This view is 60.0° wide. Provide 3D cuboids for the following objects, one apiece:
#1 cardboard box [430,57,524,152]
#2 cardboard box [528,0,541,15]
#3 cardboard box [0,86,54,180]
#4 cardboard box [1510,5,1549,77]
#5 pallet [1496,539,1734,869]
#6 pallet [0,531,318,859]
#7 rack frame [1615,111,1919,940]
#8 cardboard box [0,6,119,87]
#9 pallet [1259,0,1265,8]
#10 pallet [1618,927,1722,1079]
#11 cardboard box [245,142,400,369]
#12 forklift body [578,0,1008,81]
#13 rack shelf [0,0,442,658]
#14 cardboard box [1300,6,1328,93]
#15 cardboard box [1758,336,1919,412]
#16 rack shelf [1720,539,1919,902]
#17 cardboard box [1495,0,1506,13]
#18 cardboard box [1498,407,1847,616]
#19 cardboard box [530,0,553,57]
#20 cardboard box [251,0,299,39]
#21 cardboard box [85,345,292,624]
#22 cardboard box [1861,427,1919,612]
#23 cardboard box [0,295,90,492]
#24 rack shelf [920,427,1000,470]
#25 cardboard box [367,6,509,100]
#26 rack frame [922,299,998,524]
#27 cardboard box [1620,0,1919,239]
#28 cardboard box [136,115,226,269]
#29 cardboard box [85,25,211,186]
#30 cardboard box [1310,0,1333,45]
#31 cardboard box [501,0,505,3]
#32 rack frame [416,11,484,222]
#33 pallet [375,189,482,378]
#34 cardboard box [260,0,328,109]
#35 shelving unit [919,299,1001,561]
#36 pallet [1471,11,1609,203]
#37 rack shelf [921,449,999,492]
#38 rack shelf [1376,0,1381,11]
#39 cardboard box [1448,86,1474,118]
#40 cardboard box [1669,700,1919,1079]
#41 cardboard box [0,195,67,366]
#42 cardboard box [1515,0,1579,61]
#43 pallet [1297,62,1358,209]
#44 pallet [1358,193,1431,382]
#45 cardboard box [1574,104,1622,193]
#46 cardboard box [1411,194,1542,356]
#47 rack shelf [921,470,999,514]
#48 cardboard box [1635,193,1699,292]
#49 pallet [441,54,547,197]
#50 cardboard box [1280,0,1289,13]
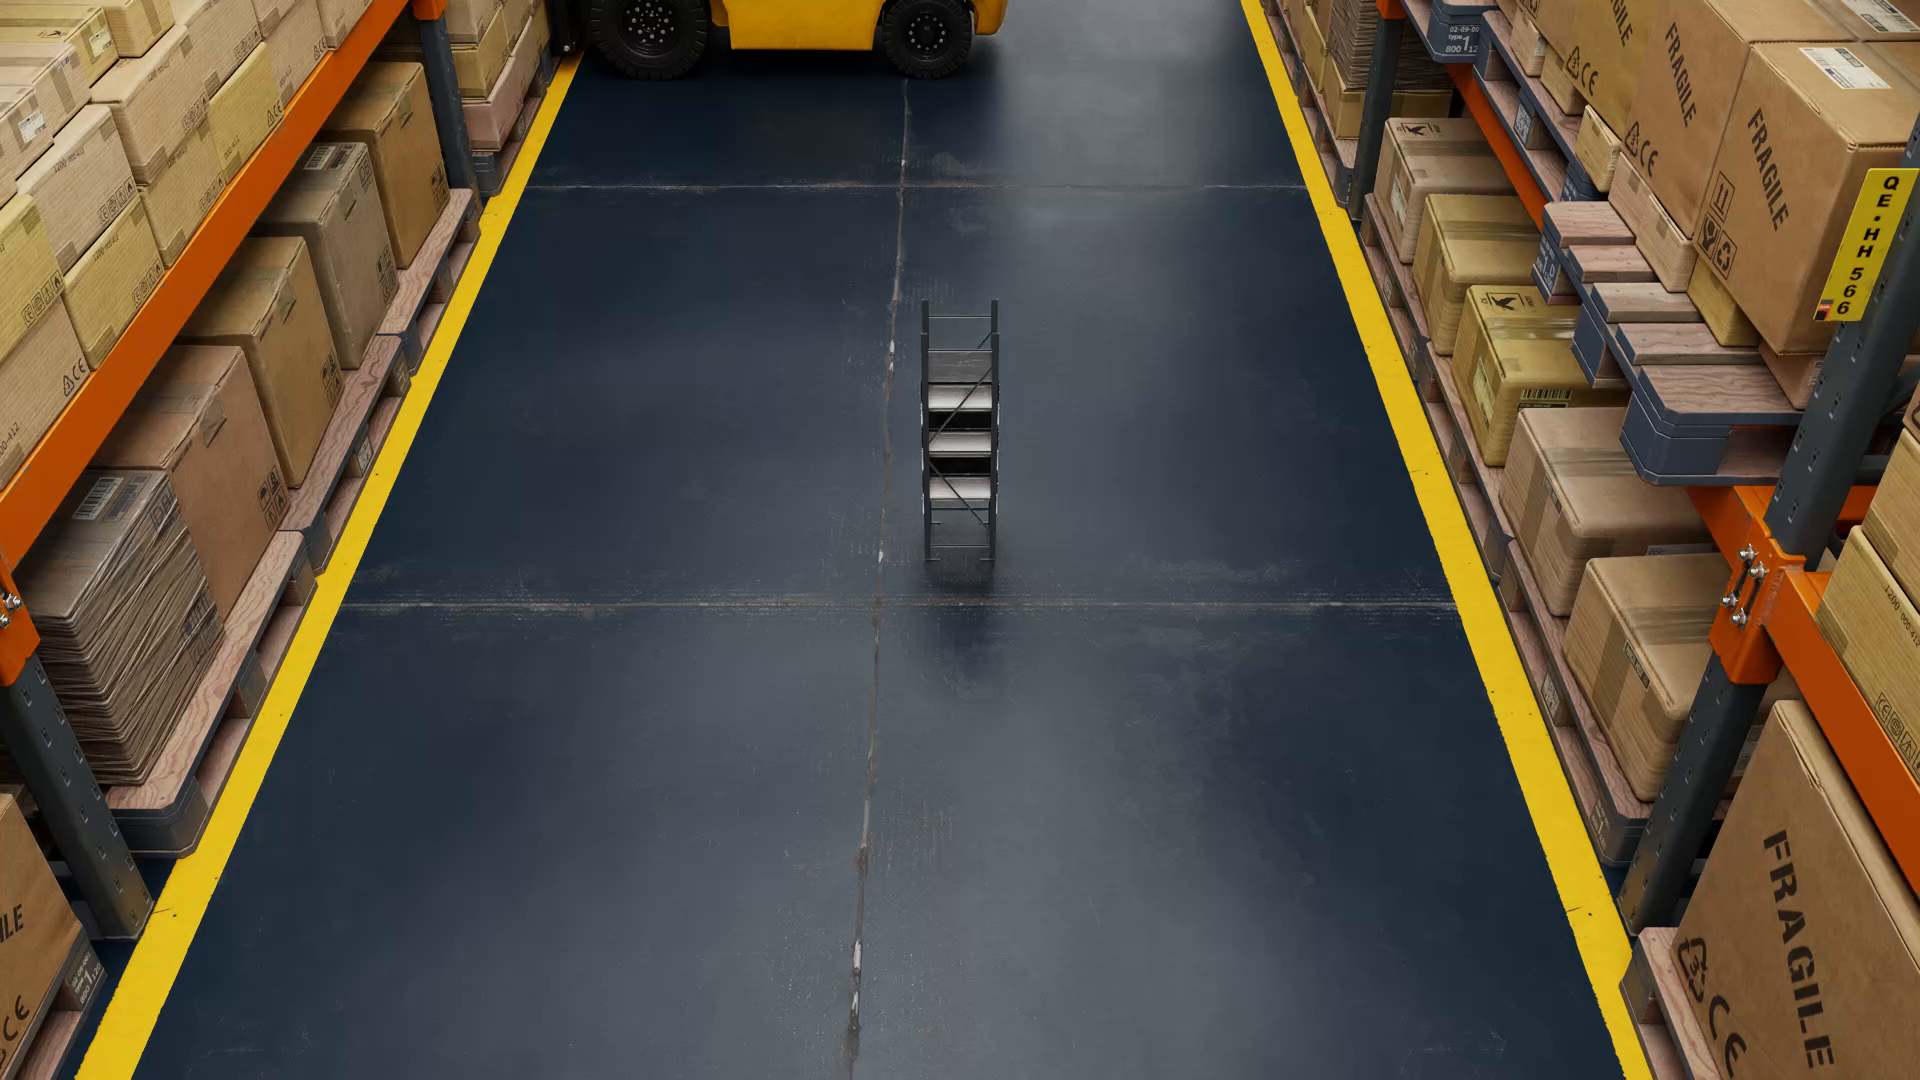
[{"bbox_3d":[-2.357,-2.036,7.755,0.500,0.250,0.500,0,39,0],"label":"cardboard box"},{"bbox_3d":[-2.371,-2.861,8.384,0.500,0.250,0.500,0,39,0],"label":"cardboard box"},{"bbox_3d":[-2.416,-0.960,3.951,0.380,0.149,0.250,1,39,1],"label":"cardboard box"},{"bbox_3d":[1.935,-1.553,5.155,0.380,0.149,0.250,1,39,2],"label":"cardboard box"},{"bbox_3d":[2.282,0.452,5.017,1.003,0.211,1.213,0,39,0],"label":"pallet"},{"bbox_3d":[-2.644,0.432,5.042,1.003,0.211,1.213,0,39,0],"label":"pallet"},{"bbox_3d":[2.281,-0.147,3.535,1.000,3.000,0.127,0,39,0],"label":"rack frame"},{"bbox_3d":[-2.459,-1.281,4.351,0.380,0.149,0.250,0,39,0],"label":"cardboard box"},{"bbox_3d":[2.238,-3.506,9.956,1.003,0.211,1.213,0,39,0],"label":"pallet"},{"bbox_3d":[2.207,1.434,3.792,1.003,0.211,1.213,0,39,0],"label":"pallet"},{"bbox_3d":[-2.682,-1.068,6.247,0.875,0.625,0.625,0,39,0],"label":"cardboard box"},{"bbox_3d":[-0.865,-3.628,8.558,2.313,2.155,1.214,0,39,0],"label":"forklift body"},{"bbox_3d":[-2.685,-1.111,5.313,1.077,0.370,4.000,0,39,0],"label":"rack shelf"},{"bbox_3d":[1.996,-2.442,8.261,0.500,0.250,0.500,-1,39,-1],"label":"cardboard box"},{"bbox_3d":[2.045,-0.418,3.738,0.380,0.149,0.250,1,39,2],"label":"cardboard box"},{"bbox_3d":[2.283,1.384,2.199,1.077,0.370,4.000,0,39,0],"label":"rack shelf"},{"bbox_3d":[1.988,-1.874,5.555,0.380,0.149,0.250,1,39,1],"label":"cardboard box"},{"bbox_3d":[2.282,-0.100,5.242,0.950,0.372,0.625,-1,39,-1],"label":"cardboard box"},{"bbox_3d":[-2.389,-2.675,8.552,0.500,0.250,0.500,1,39,1],"label":"cardboard box"},{"bbox_3d":[-2.428,-1.831,5.356,0.500,0.250,0.500,1,39,1],"label":"cardboard box"},{"bbox_3d":[-2.678,-0.177,5.135,0.875,0.625,0.625,1,39,1],"label":"cardboard box"},{"bbox_3d":[2.035,0.033,3.030,0.500,0.250,0.500,0,39,0],"label":"cardboard box"},{"bbox_3d":[-2.439,-0.360,3.921,0.500,0.250,0.500,0,39,0],"label":"cardboard box"},{"bbox_3d":[0.000,-0.320,5.483,0.258,0.077,0.200,0,39,0],"label":"rack shelf"},{"bbox_3d":[-2.379,-2.231,7.599,0.500,0.250,0.500,0,39,0],"label":"cardboard box"},{"bbox_3d":[0.000,-0.410,5.542,0.240,0.900,0.006,0,39,0],"label":"rack frame"},{"bbox_3d":[1.991,-1.073,4.037,0.500,0.500,0.500,-1,39,-1],"label":"cardboard box"},{"bbox_3d":[-2.442,-0.997,4.715,0.500,0.250,0.500,-1,39,-2],"label":"cardboard box"},{"bbox_3d":[-2.421,-1.196,4.564,0.500,0.250,0.500,-1,39,-1],"label":"cardboard box"},{"bbox_3d":[2.005,-2.720,8.009,0.500,0.500,0.500,1,39,1],"label":"cardboard box"},{"bbox_3d":[-2.364,-2.746,7.841,0.500,0.250,0.500,0,39,0],"label":"cardboard box"},{"bbox_3d":[-2.687,-2.643,6.649,1.000,3.000,0.127,0,39,0],"label":"rack frame"},{"bbox_3d":[-2.647,-1.094,6.946,1.003,0.211,1.213,0,39,0],"label":"pallet"},{"bbox_3d":[-2.449,-1.644,5.523,0.500,0.250,0.500,0,39,0],"label":"cardboard box"},{"bbox_3d":[0.000,-0.346,5.462,0.258,0.900,0.210,0,39,0],"label":"shelving unit"},{"bbox_3d":[2.238,-1.310,5.139,1.003,0.211,1.213,0,39,0],"label":"pallet"},{"bbox_3d":[0.000,-0.250,5.539,0.258,0.077,0.200,0,39,0],"label":"rack shelf"},{"bbox_3d":[2.274,-3.618,8.442,1.077,0.370,4.000,0,39,0],"label":"rack shelf"},{"bbox_3d":[2.546,-2.108,7.845,0.500,0.250,0.500,-2,39,-2],"label":"cardboard box"},{"bbox_3d":[2.199,0.950,3.529,0.875,0.875,0.875,0,39,0],"label":"cardboard box"},{"bbox_3d":[-2.414,-0.555,3.765,0.500,0.250,0.500,0,39,0],"label":"cardboard box"},{"bbox_3d":[1.990,-1.730,4.857,0.500,0.500,0.500,-2,39,-2],"label":"cardboard box"},{"bbox_3d":[2.240,-1.980,8.052,1.003,0.211,1.213,0,39,0],"label":"pallet"},{"bbox_3d":[2.279,-1.073,6.921,1.003,0.211,1.213,0,39,0],"label":"pallet"},{"bbox_3d":[1.921,-1.072,4.555,0.380,0.149,0.250,1,39,1],"label":"cardboard box"},{"bbox_3d":[2.284,-1.009,6.376,0.950,0.372,0.625,2,39,3],"label":"cardboard box"},{"bbox_3d":[0.000,-0.180,5.596,0.258,0.077,0.200,0,39,0],"label":"rack shelf"},{"bbox_3d":[1.928,-0.743,4.143,0.380,0.149,0.250,0,39,0],"label":"cardboard box"},{"bbox_3d":[-2.646,-2.052,8.141,1.003,0.211,1.213,0,39,0],"label":"pallet"},{"bbox_3d":[2.003,-3.076,9.052,0.500,0.250,0.500,2,39,3],"label":"cardboard box"}]
